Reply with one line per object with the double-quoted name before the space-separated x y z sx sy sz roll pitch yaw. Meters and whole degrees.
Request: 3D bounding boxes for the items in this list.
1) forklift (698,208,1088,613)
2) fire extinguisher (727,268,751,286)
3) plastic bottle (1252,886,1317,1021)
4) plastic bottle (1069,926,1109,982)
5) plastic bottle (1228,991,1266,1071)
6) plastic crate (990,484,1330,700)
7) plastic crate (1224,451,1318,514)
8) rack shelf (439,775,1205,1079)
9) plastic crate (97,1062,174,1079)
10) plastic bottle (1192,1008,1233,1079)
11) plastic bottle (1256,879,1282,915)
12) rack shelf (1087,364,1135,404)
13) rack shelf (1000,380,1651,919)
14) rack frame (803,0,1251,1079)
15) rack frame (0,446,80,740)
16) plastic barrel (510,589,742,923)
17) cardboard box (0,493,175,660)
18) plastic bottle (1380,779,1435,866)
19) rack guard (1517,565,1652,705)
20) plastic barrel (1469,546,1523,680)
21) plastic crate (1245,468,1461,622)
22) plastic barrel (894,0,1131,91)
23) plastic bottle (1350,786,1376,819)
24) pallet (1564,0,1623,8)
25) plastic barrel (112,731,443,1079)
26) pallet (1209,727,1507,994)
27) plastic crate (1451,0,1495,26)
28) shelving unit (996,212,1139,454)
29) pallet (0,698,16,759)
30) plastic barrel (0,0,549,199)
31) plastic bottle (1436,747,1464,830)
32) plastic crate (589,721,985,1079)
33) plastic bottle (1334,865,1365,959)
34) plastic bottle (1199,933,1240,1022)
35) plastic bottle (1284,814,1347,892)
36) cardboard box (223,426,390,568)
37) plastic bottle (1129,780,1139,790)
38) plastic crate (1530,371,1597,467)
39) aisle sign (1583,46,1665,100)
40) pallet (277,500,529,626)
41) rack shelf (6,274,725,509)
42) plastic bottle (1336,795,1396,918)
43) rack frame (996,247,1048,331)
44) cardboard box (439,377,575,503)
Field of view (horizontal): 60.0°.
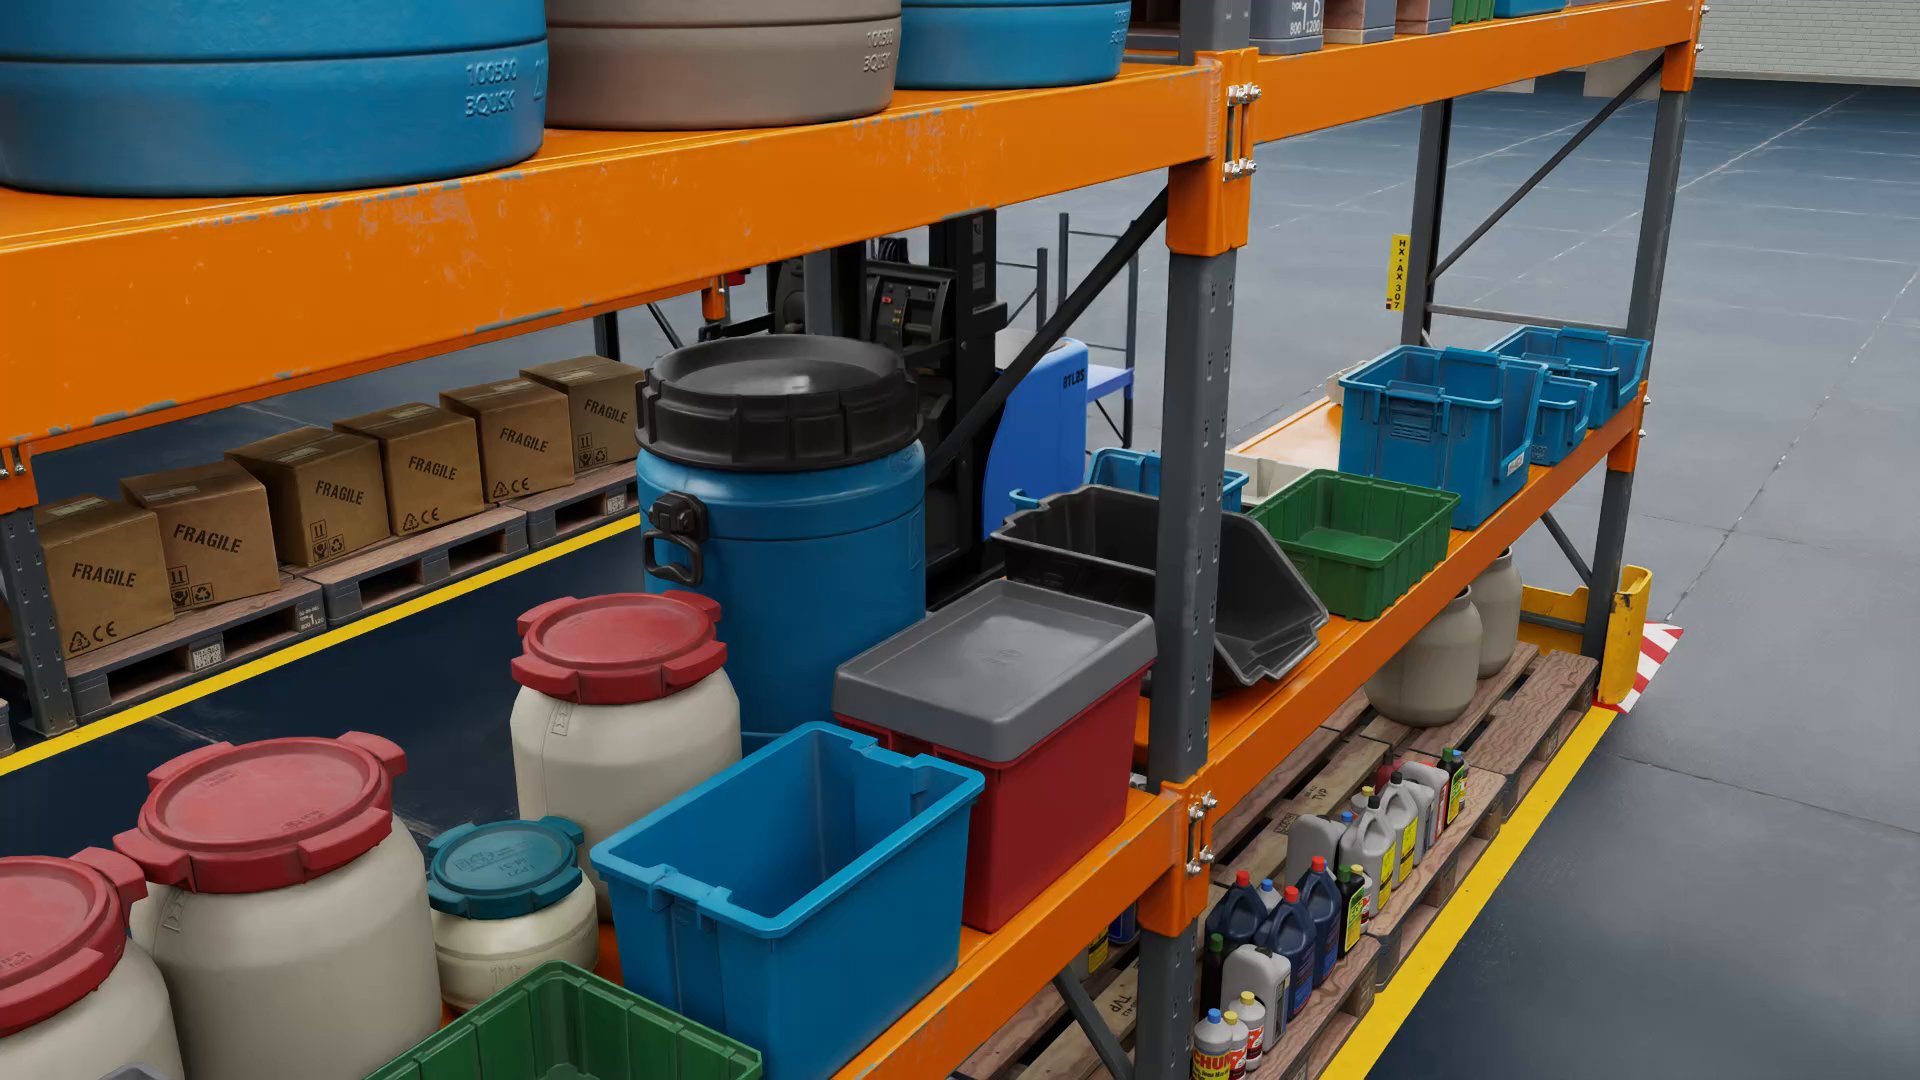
"forklift" -0.564 -1.043 7.360 1.130 2.935 3.031 13 24 31
"fire extinguisher" -1.307 -1.780 9.365 0.296 0.674 0.183 13 24 32
"plastic bottle" 0.892 1.126 4.582 0.144 0.351 0.185 14 25 33
"plastic bottle" 0.338 1.064 4.750 0.144 0.351 0.185 13 24 32
"plastic bottle" 0.751 1.282 4.374 0.097 0.201 0.097 0 20 0
"plastic crate" 0.494 0.144 4.141 0.767 0.338 0.504 13 24 32
"plastic crate" 0.798 -0.151 5.230 0.530 0.136 0.437 13 24 32
"rack shelf" -1.029 1.152 2.365 1.077 0.370 4.000 13 24 32
"plastic crate" -0.992 0.954 1.770 0.402 0.464 0.583 13 24 32
"plastic bottle" 0.636 1.308 4.204 0.097 0.271 0.097 0 20 0
"plastic bottle" 0.873 1.098 4.772 0.097 0.271 0.097 0 20 0
"rack shelf" 0.507 -0.806 9.299 0.538 0.185 1.000 13 24 31
"rack shelf" 1.219 0.004 5.467 1.077 0.370 4.000 13 24 32
"rack frame" 0.092 0.240 3.793 0.949 2.616 0.053 13 24 32
"rack frame" -4.001 -0.725 6.403 1.000 3.000 0.127 13 24 32
"plastic barrel" -0.624 0.408 3.141 0.433 0.535 0.433 0 20 0
"cardboard box" -3.744 0.143 7.053 0.500 0.500 0.500 12 24 30
"plastic bottle" 1.431 0.883 5.346 0.152 0.276 0.135 13 24 30
"rack guard" 2.340 0.296 7.244 1.175 0.500 0.348 13 24 32
"plastic barrel" 2.037 0.266 6.702 0.421 0.512 0.421 0 20 0
"plastic crate" 1.091 0.005 4.732 0.450 0.188 0.662 13 24 32
"plastic barrel" -0.012 -1.213 2.675 0.600 0.901 0.708 13 24 32
"plastic bottle" 1.318 0.899 5.410 0.097 0.201 0.097 0 20 0
"pallet" 1.797 -2.007 5.816 1.003 0.211 1.213 13 24 32
"plastic barrel" -1.037 0.619 2.572 0.433 0.535 0.433 0 20 0
"pallet" 1.192 1.012 5.724 1.003 0.211 1.213 13 24 32
"plastic crate" 1.207 -1.467 4.388 0.336 0.188 0.450 13 24 32
"shelving unit" 0.507 -0.974 9.237 0.538 1.500 1.048 13 24 31
"pallet" -4.438 0.806 6.282 1.003 0.211 1.213 13 24 32
"plastic barrel" -0.747 -0.838 1.660 0.600 0.901 0.708 13 24 32
"plastic bottle" 1.623 0.810 5.533 0.061 0.283 0.133 14 24 33
"plastic crate" -0.268 0.625 2.774 0.392 0.384 0.575 13 24 32
"plastic bottle" 1.125 1.064 4.846 0.061 0.283 0.133 15 25 34
"plastic bottle" 0.707 1.183 4.523 0.061 0.283 0.133 13 24 32
"plastic bottle" 1.100 0.963 5.130 0.152 0.276 0.135 13 24 32
"cardboard box" -3.144 -0.216 8.024 0.500 0.500 0.500 11 23 27
"plastic bottle" 0.508 0.888 5.225 0.144 0.351 0.185 13 24 31
"plastic crate" 1.940 -0.450 5.873 0.499 0.251 0.408 13 24 32
"aisle sign" 2.629 -2.089 6.342 0.394 0.787 0.004 13 24 32
"pallet" -2.968 0.031 8.376 1.003 0.211 1.213 13 24 32
"rack shelf" -2.877 -0.962 8.079 1.077 0.370 4.000 13 24 32
"plastic bottle" 1.237 0.950 5.058 0.144 0.351 0.185 13 24 31
"rack frame" 0.229 -0.827 8.838 0.500 1.500 0.032 13 24 31
"cardboard box" -2.426 -0.544 8.909 0.500 0.500 0.500 -17 26 -38
